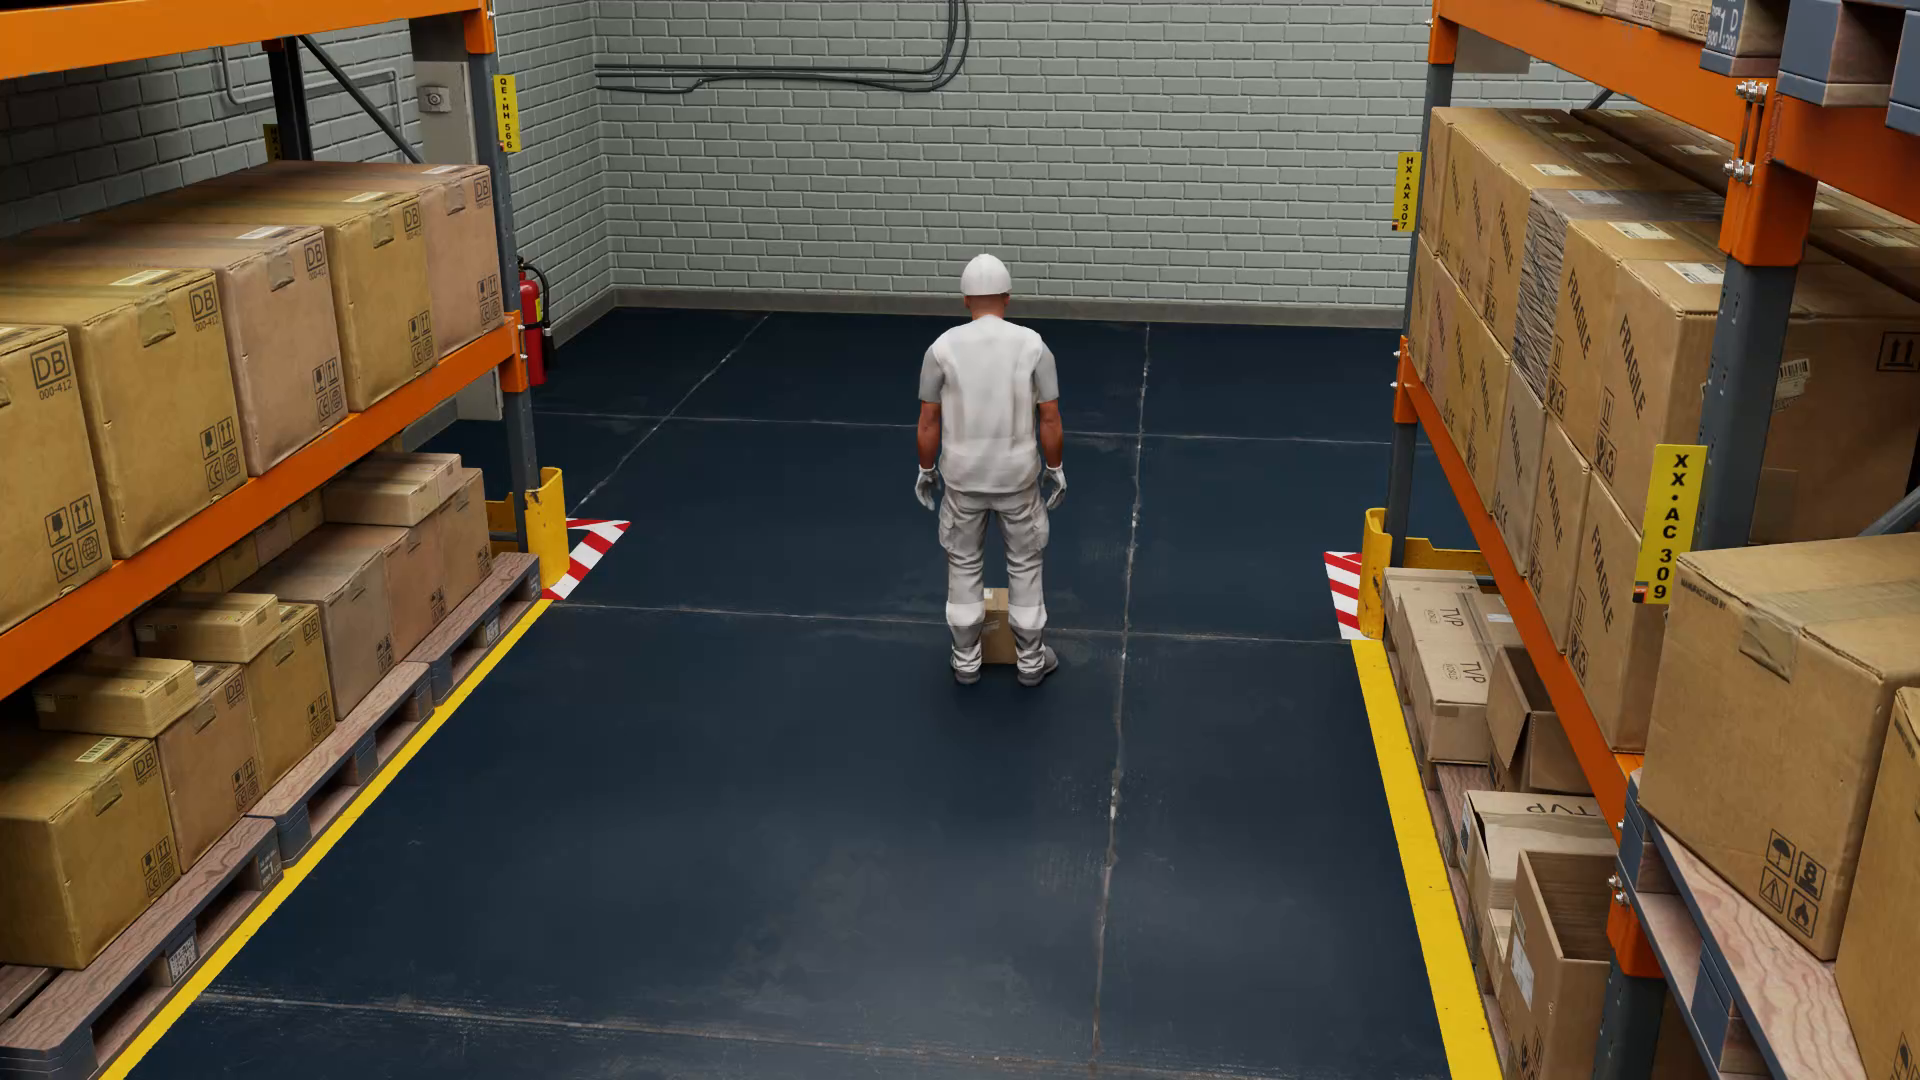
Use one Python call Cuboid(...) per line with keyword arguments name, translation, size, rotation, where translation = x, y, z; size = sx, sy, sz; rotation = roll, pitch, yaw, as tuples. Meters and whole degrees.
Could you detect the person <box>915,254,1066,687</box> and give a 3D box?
Cuboid(name="person", translation=(0.124, -0.261, 6.745), size=(0.616, 1.778, 0.453), rotation=(1, 21, 3))
